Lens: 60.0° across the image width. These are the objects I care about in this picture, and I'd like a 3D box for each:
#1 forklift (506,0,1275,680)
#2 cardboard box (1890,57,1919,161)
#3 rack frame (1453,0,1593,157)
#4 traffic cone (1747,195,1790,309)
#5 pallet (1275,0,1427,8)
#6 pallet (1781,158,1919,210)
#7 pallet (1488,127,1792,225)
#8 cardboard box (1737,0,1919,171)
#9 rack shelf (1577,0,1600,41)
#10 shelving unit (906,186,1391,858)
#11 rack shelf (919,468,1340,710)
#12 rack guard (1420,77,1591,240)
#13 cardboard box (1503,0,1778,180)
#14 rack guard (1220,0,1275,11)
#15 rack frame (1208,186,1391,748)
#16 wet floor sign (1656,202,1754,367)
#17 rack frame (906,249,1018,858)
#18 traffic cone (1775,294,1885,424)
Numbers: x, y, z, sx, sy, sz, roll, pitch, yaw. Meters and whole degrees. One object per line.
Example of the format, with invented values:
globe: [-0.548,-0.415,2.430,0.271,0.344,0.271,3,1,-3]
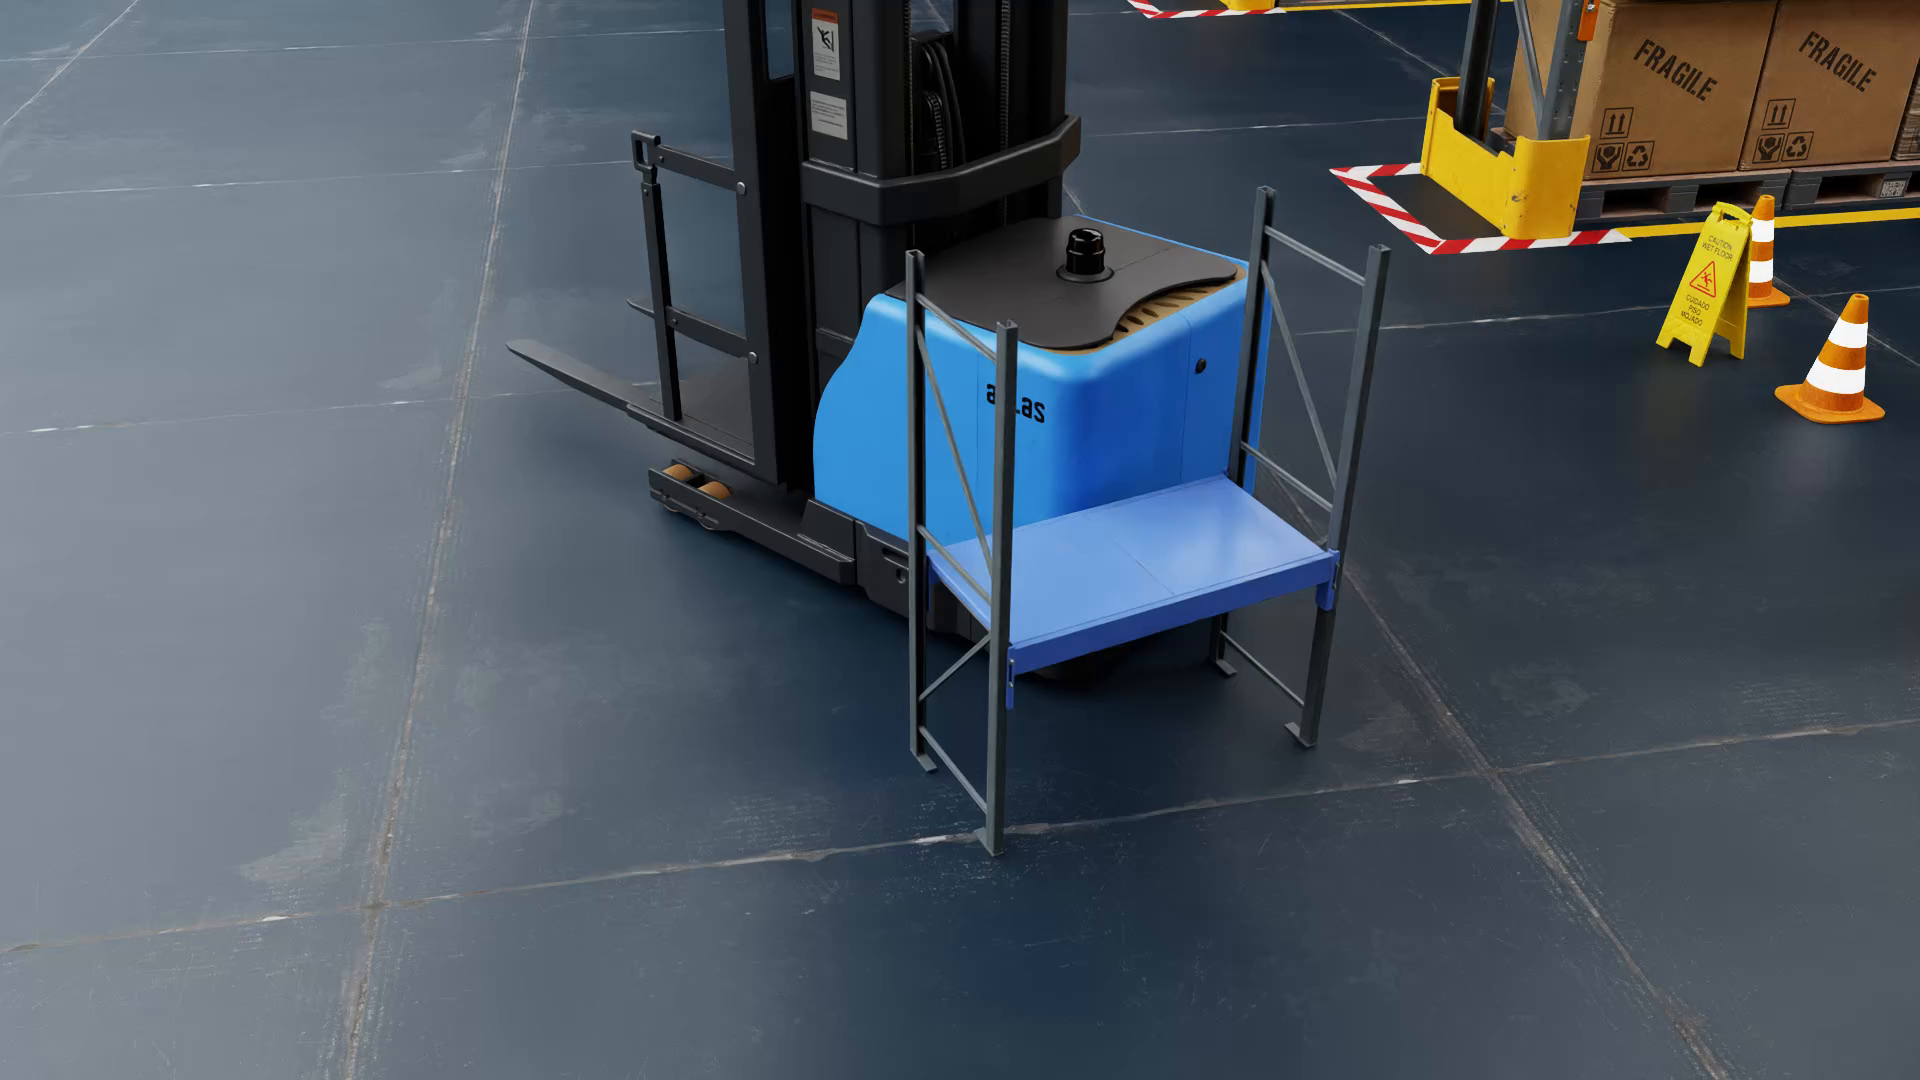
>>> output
forklift: [-0.466,-1.474,5.364,3.031,2.935,1.130,24,38,35]
cardboard box: [5.257,-2.615,8.919,0.875,0.875,0.875,-5,31,-9]
rack frame: [2.839,-3.091,8.047,0.127,3.000,1.000,-5,31,-9]
traffic cone: [3.617,-1.338,7.569,0.334,0.463,0.336,-5,31,-9]
pallet: [2.926,-4.435,13.084,1.213,0.211,1.003,-5,31,-9]
pallet: [4.809,-2.111,9.131,1.213,0.211,1.003,-5,31,-9]
pallet: [3.612,-2.001,8.945,1.213,0.211,1.003,-5,31,-9]
cardboard box: [4.360,-2.532,8.779,0.875,0.875,0.875,-6,31,-10]
rack shelf: [4.807,-2.963,8.540,4.000,0.370,1.077,-5,31,-9]
shelving unit: [0.444,-0.049,4.344,1.048,1.500,0.538,-15,34,-23]
rack shelf: [0.443,0.105,4.437,1.000,0.185,0.538,-15,34,-23]
rack guard: [2.816,-2.011,8.677,0.348,0.500,1.175,-5,31,-9]
cardboard box: [3.494,-2.451,8.641,0.875,0.875,0.875,-5,31,-9]
rack guard: [2.120,-4.503,12.914,0.348,0.500,1.175,-5,31,-9]
rack frame: [0.896,-0.166,4.544,0.032,1.500,0.500,-15,34,-23]
wet floor sign: [3.167,-1.086,6.961,0.232,0.644,0.267,-11,32,-17]
rack frame: [-0.008,0.069,4.143,0.032,1.500,0.500,-15,34,-23]
traffic cone: [3.487,-0.744,6.558,0.334,0.463,0.336,-5,31,-9]
